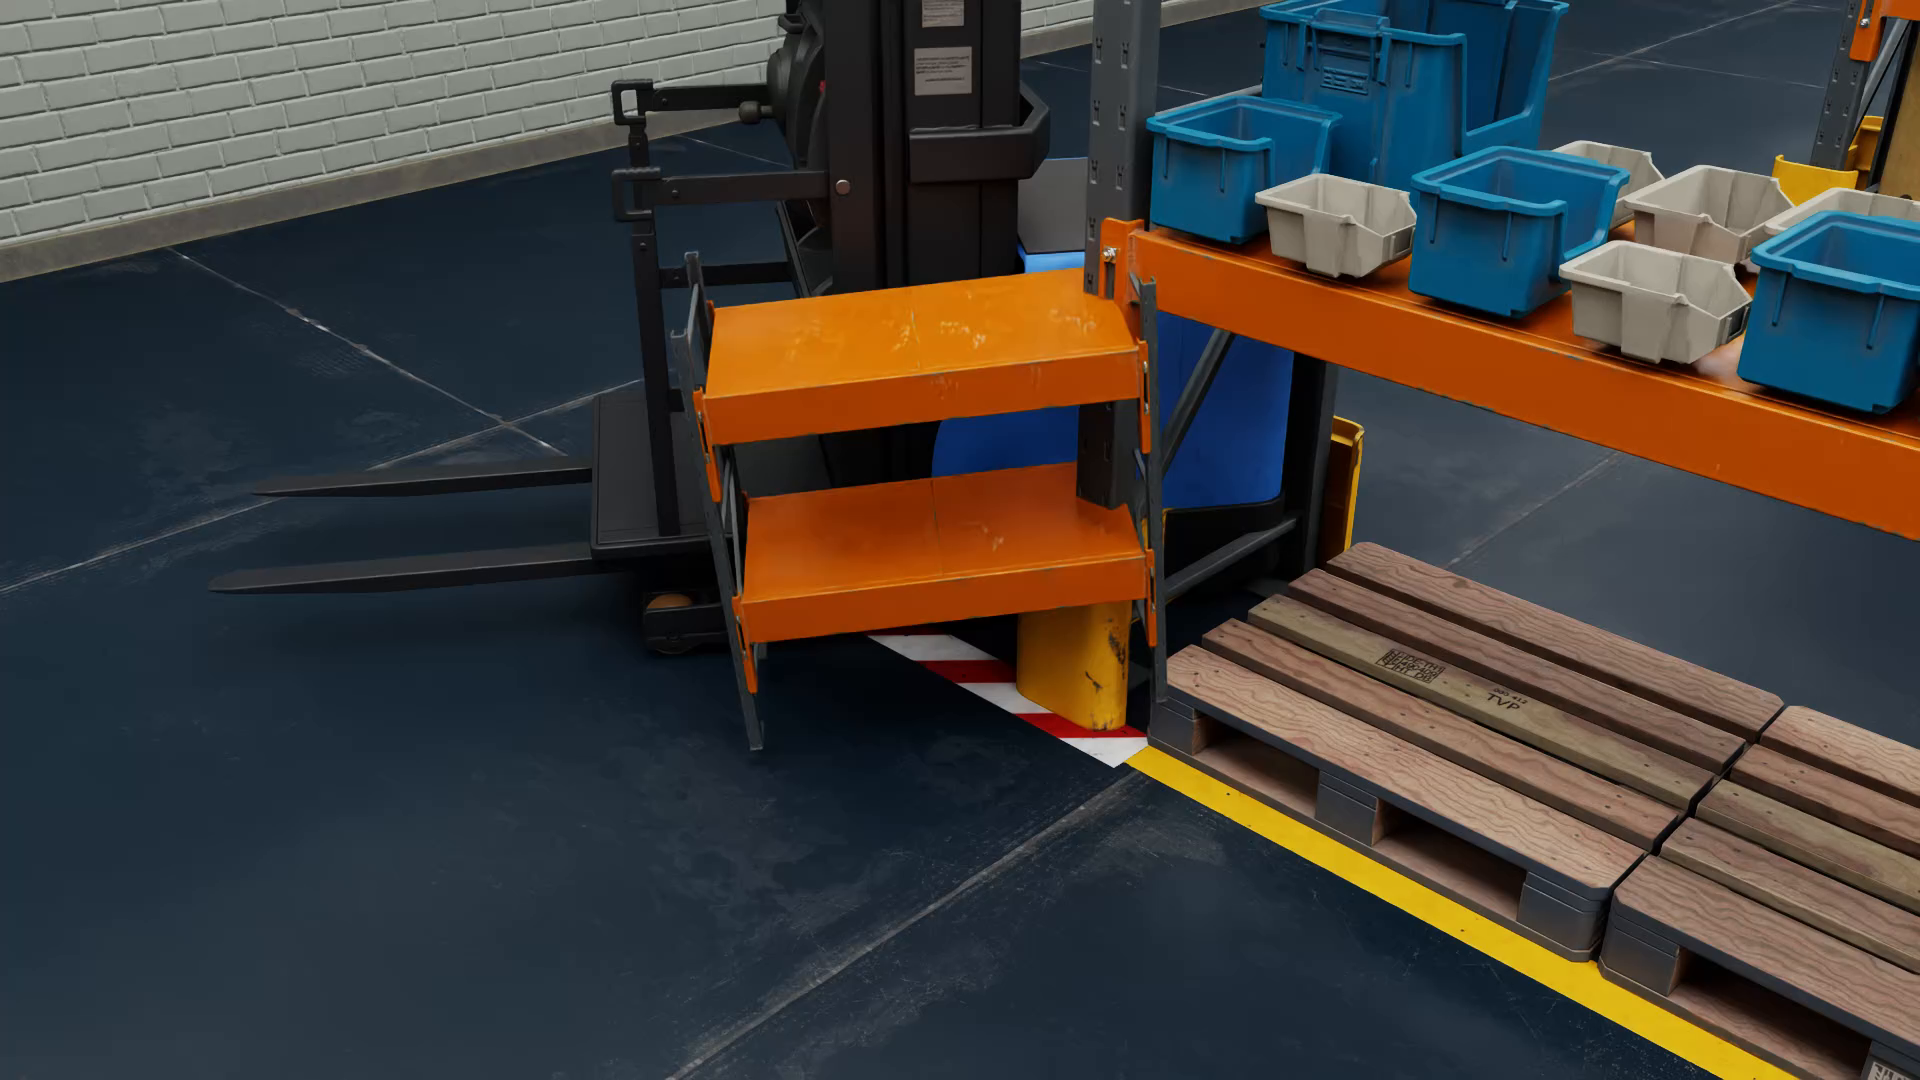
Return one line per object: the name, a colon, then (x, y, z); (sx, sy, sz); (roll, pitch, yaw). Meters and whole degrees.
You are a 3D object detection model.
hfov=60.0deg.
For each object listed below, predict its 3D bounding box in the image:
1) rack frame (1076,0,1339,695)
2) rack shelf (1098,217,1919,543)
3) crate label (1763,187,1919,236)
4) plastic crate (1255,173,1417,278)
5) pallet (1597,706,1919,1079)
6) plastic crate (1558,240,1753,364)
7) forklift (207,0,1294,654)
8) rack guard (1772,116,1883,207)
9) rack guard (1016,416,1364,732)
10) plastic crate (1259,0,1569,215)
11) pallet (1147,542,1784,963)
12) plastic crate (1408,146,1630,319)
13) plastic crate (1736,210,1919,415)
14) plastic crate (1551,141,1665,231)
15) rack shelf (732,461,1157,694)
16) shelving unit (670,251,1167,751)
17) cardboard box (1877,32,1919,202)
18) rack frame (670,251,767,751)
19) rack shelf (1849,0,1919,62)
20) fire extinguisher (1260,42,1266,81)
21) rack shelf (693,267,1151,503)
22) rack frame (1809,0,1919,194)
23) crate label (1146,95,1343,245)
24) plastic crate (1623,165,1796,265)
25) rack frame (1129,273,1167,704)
rack frame: (0.683, -1.064, 4.050); (0.127, 3.000, 1.000); (25, 36, 38)
rack shelf: (2.110, -0.093, 2.977); (4.000, 0.370, 1.077); (25, 36, 38)
crate label: (1.804, -0.586, 3.360); (0.243, 0.136, 0.396); (25, 36, 38)
plastic crate: (0.799, -0.652, 3.485); (0.298, 0.136, 0.250); (25, 36, 38)
pallet: (2.110, 0.850, 3.406); (1.213, 0.211, 1.003); (25, 36, 38)
plastic crate: (1.283, -0.430, 3.065); (0.298, 0.136, 0.250); (25, 36, 38)
forklift: (-0.616, -1.245, 4.468); (3.031, 2.935, 1.130); (-5, 28, -9)
rack guard: (4.139, -1.609, 7.773); (0.348, 0.500, 1.175); (25, 36, 38)
rack guard: (0.657, 0.039, 4.639); (0.348, 0.500, 1.175); (25, 36, 38)
plastic crate: (1.053, -1.059, 3.938); (0.499, 0.435, 0.616); (25, 36, 38)
pallet: (1.244, 0.452, 4.163); (1.213, 0.211, 1.003); (25, 36, 38)
plastic crate: (1.098, -0.612, 3.306); (0.300, 0.233, 0.416); (25, 36, 38)
plastic crate: (1.568, -0.397, 2.897); (0.300, 0.233, 0.416); (25, 36, 38)
plastic crate: (1.392, -0.768, 3.706); (0.243, 0.136, 0.396); (25, 36, 38)
rack shelf: (-0.047, 0.067, 4.193); (1.000, 0.278, 0.538); (-7, 31, -1)
shelving unit: (-0.068, -0.141, 4.067); (1.048, 1.125, 0.538); (-7, 31, -1)
cardboard box: (4.668, -1.771, 7.226); (0.875, 0.875, 0.875); (25, 36, 38)
rack frame: (-0.573, -0.083, 4.056); (0.032, 1.125, 0.500); (-7, 31, -1)
rack shelf: (5.582, -1.737, 6.103); (4.000, 0.370, 1.077); (25, 36, 38)
fire extinguisher: (0.894, -1.065, 4.536); (0.183, 0.674, 0.296); (25, 36, 38)
rack shelf: (-0.094, -0.390, 3.915); (1.000, 0.278, 0.538); (-7, 31, -1)
rack frame: (4.156, -2.708, 7.176); (0.127, 3.000, 1.000); (25, 36, 38)
crate label: (0.629, -0.827, 3.714); (0.303, 0.233, 0.416); (25, 36, 38)
plastic crate: (1.588, -0.668, 3.517); (0.243, 0.136, 0.396); (25, 36, 38)
rack frame: (0.437, -0.199, 4.077); (0.032, 1.125, 0.500); (-7, 31, -1)
